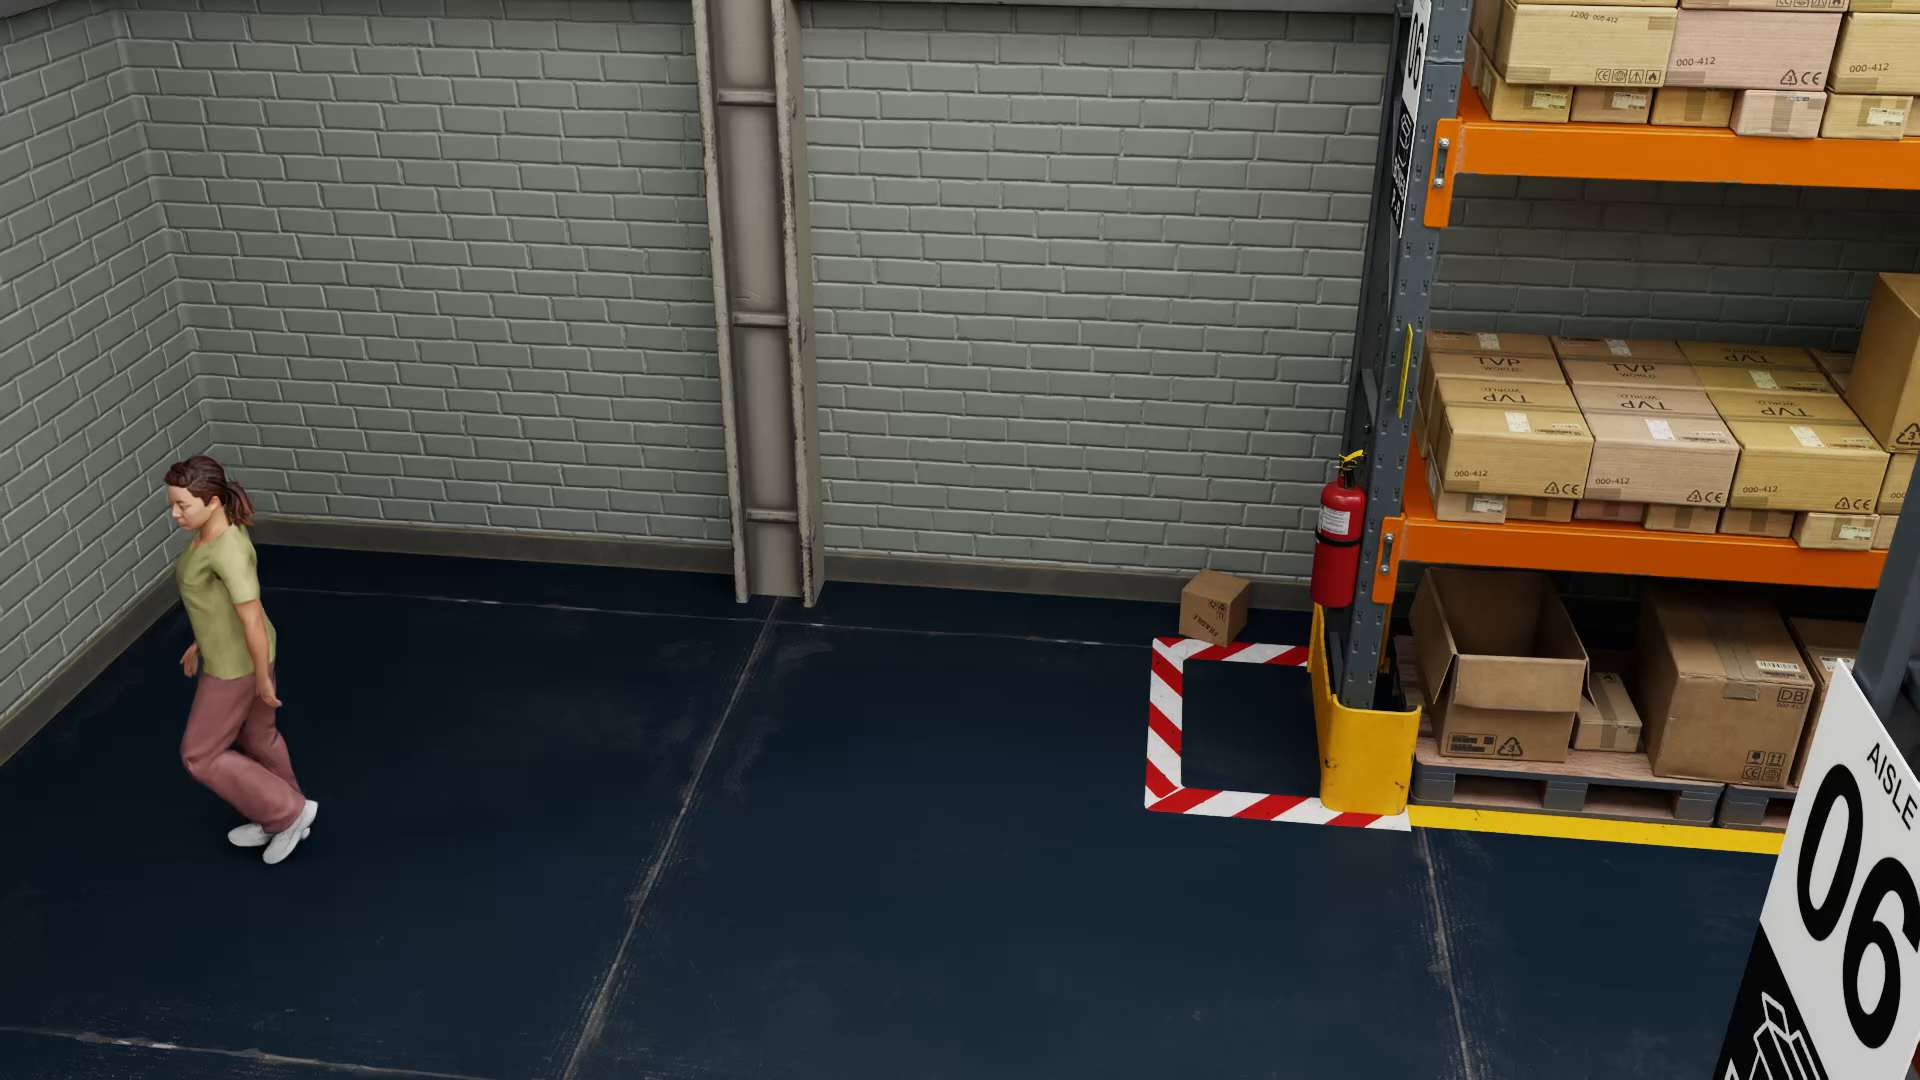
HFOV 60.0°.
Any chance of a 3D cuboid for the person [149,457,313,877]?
[{"bbox_3d":[-2.801,0.491,6.240,0.451,1.728,0.456,-9,30,-16],"label":"person"}]
